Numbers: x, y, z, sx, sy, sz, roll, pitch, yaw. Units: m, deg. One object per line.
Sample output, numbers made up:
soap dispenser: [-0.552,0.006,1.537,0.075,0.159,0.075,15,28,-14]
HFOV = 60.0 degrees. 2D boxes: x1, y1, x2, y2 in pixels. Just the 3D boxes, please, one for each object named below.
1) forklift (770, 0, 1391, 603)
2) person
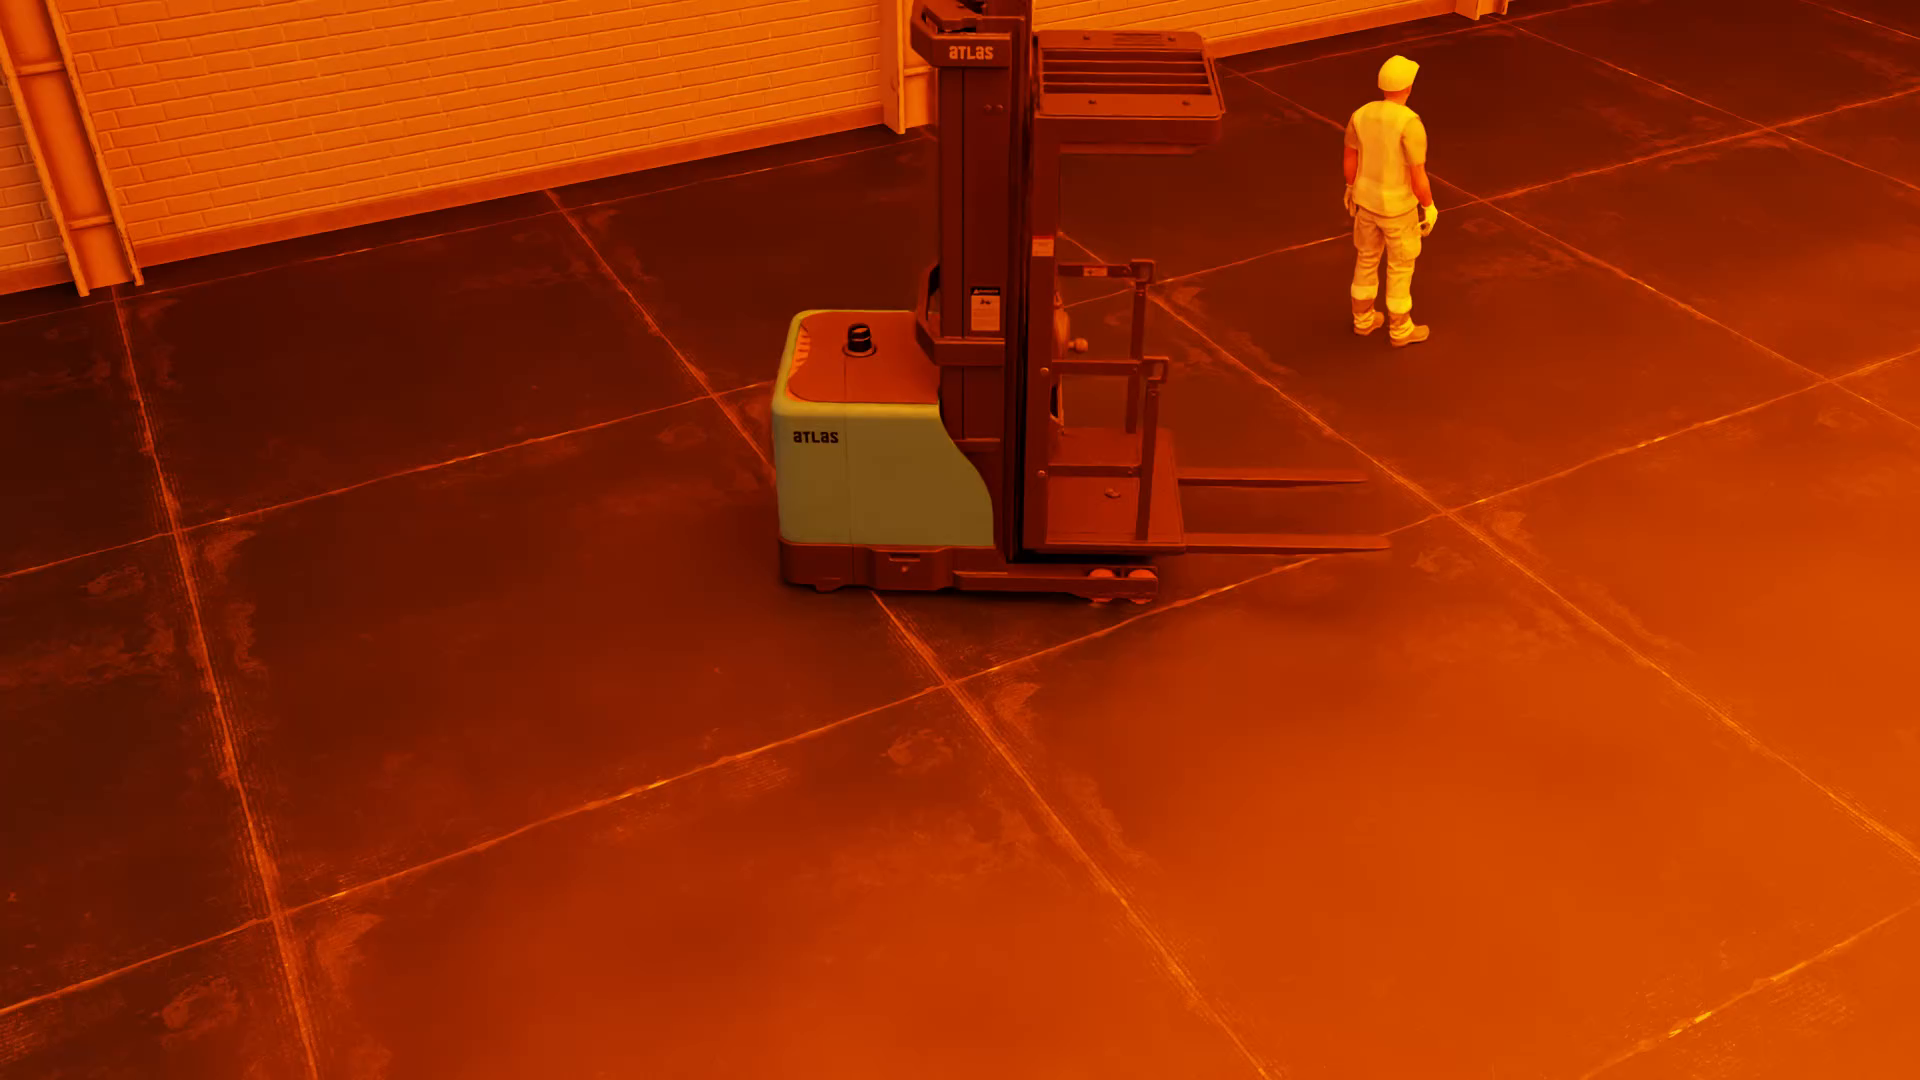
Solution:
forklift: [0.628,-1.198,7.817,3.031,2.935,1.130,1,35,1]
person: [2.608,-2.035,9.990,0.522,1.795,0.635,-25,42,-31]
